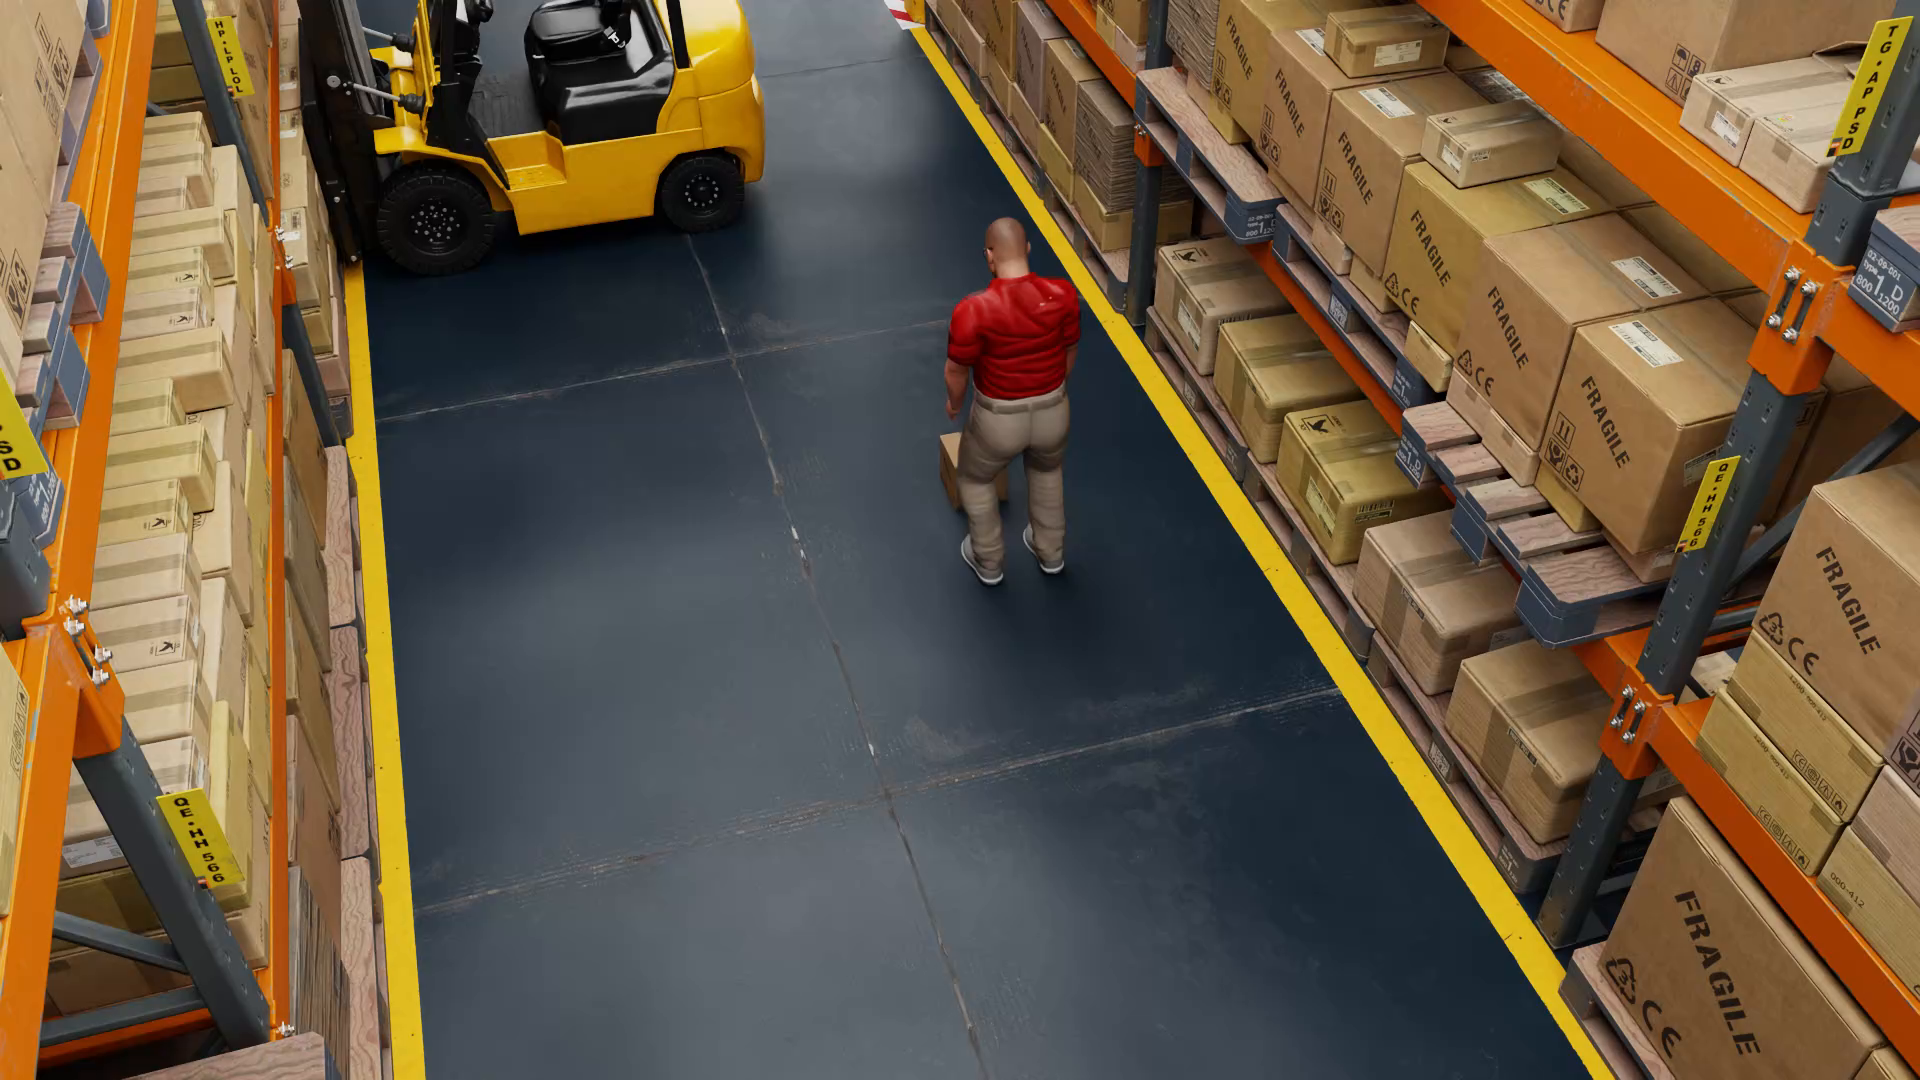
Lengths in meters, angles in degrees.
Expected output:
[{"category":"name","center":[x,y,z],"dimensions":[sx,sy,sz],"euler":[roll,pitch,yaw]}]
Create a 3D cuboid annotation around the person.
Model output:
[{"category":"person","center":[0.206,-0.525,6.799],"dimensions":[0.554,1.684,0.415],"euler":[-11,43,-12]}]
